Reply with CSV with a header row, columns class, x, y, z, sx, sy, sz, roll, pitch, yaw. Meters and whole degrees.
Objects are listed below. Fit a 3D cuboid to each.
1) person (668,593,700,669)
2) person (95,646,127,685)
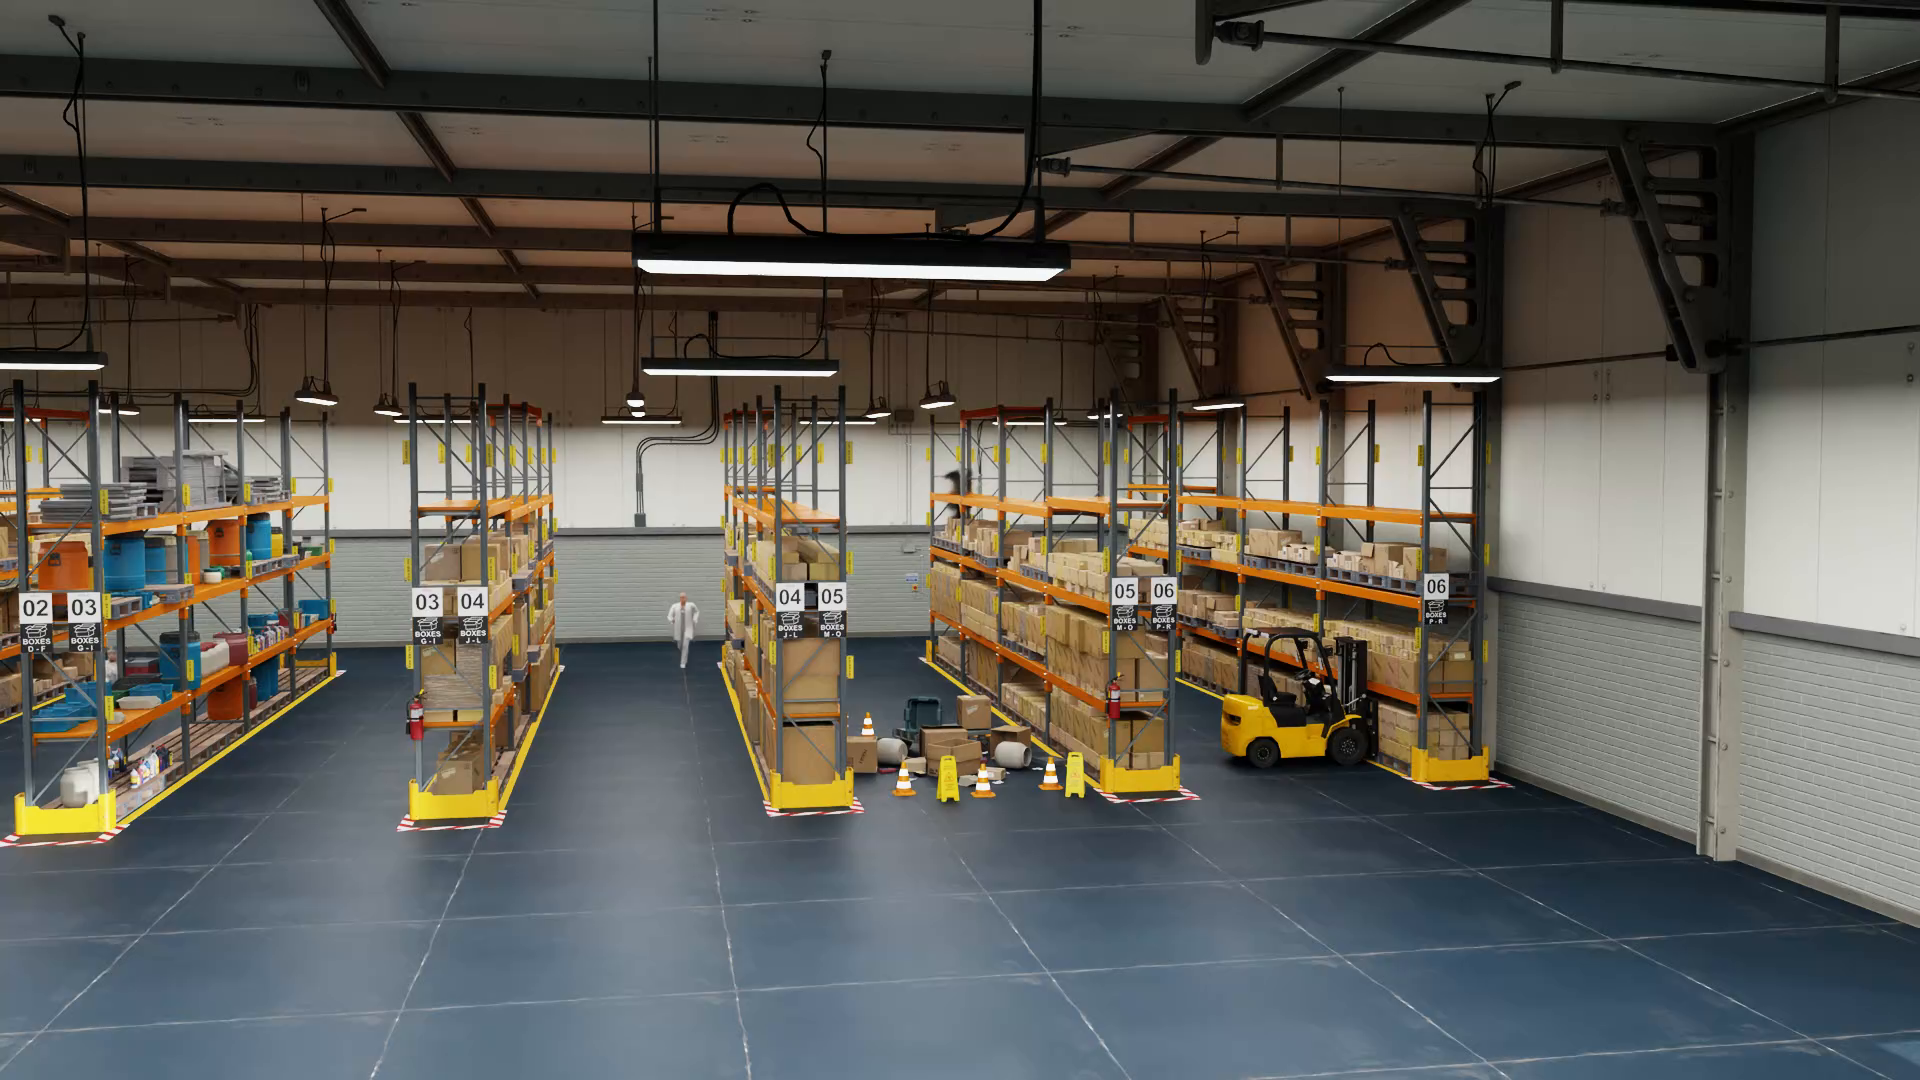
class,x,y,z,sx,sy,sz,roll,pitch,yaw
person,-6.553,2.225,39.415,0.715,1.556,1.033,0,3,1
person,-15.035,2.679,29.628,0.598,1.660,0.943,-1,3,-17
